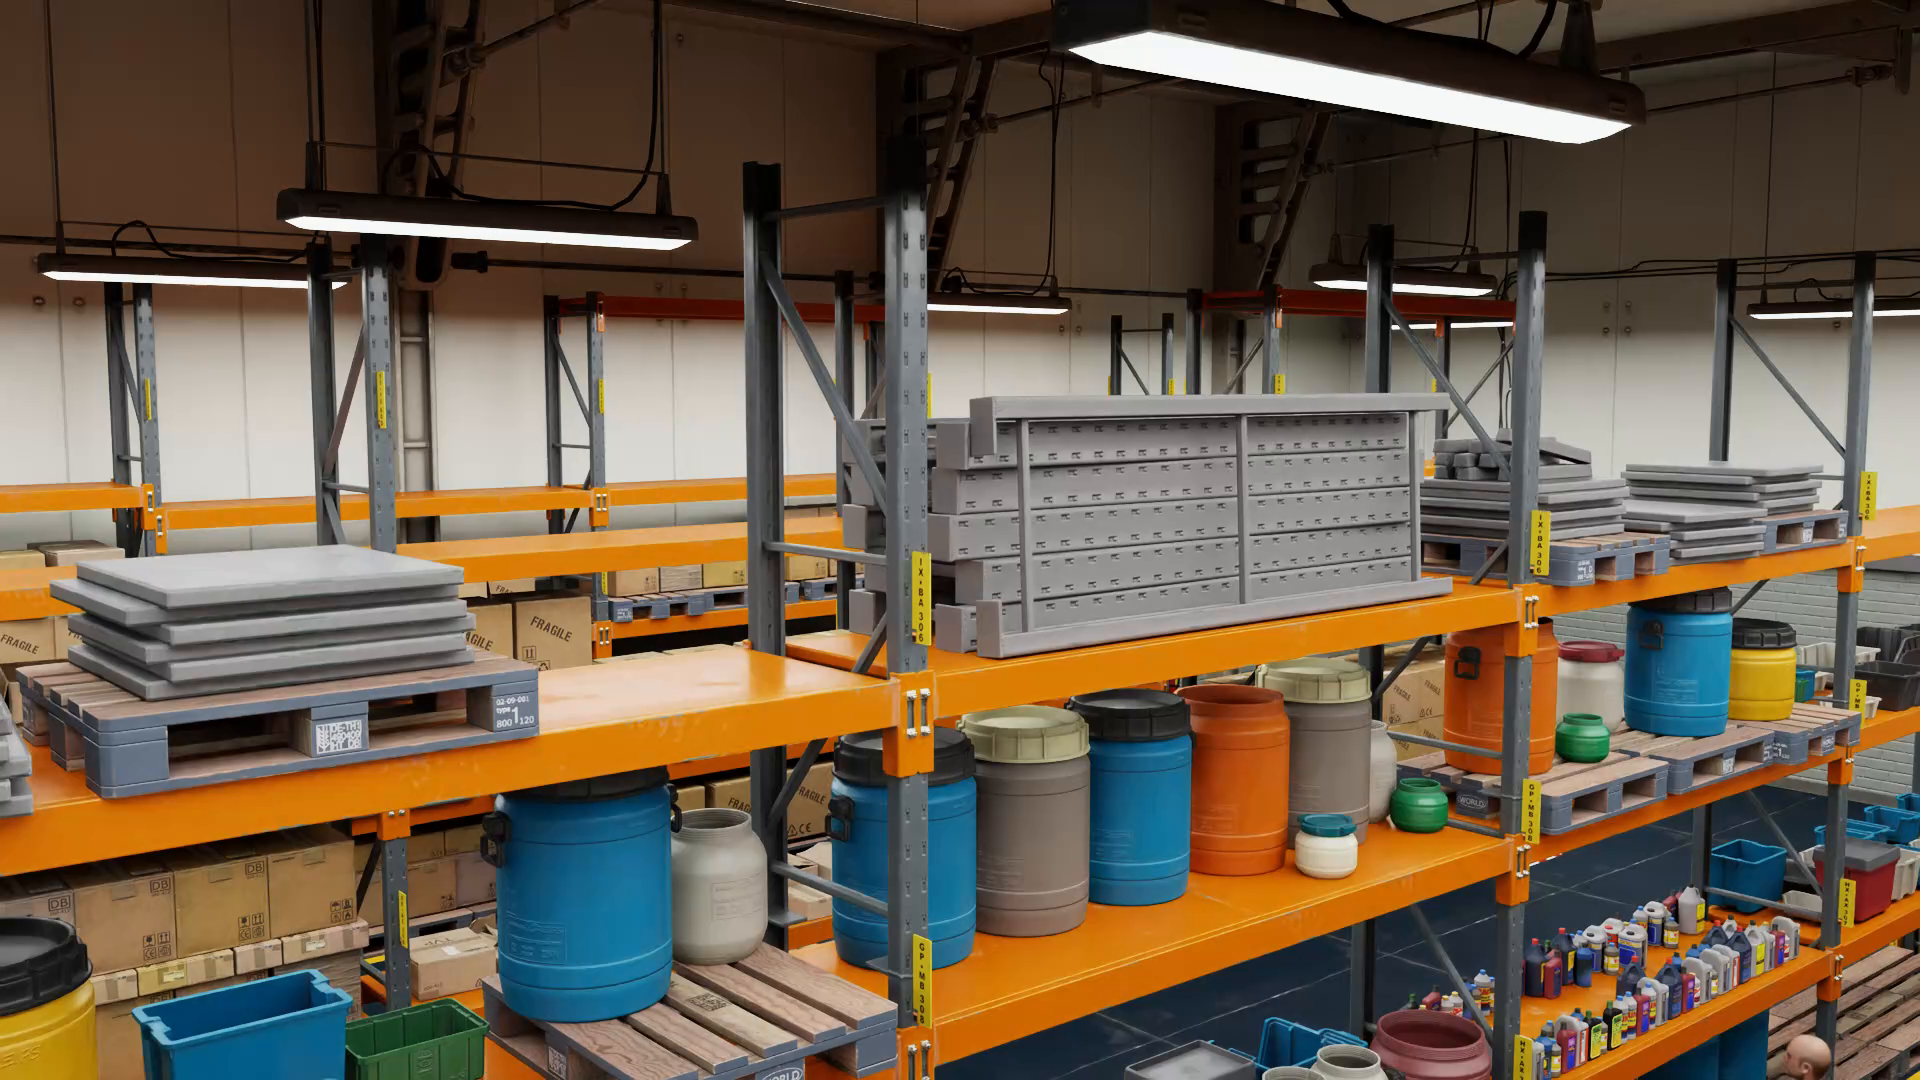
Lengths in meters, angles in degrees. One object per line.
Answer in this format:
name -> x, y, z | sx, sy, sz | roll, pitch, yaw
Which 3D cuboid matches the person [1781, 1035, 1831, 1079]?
person -> 4.376, 3.439, 8.871 | 0.598, 1.772, 0.639 | -1, 6, -14
